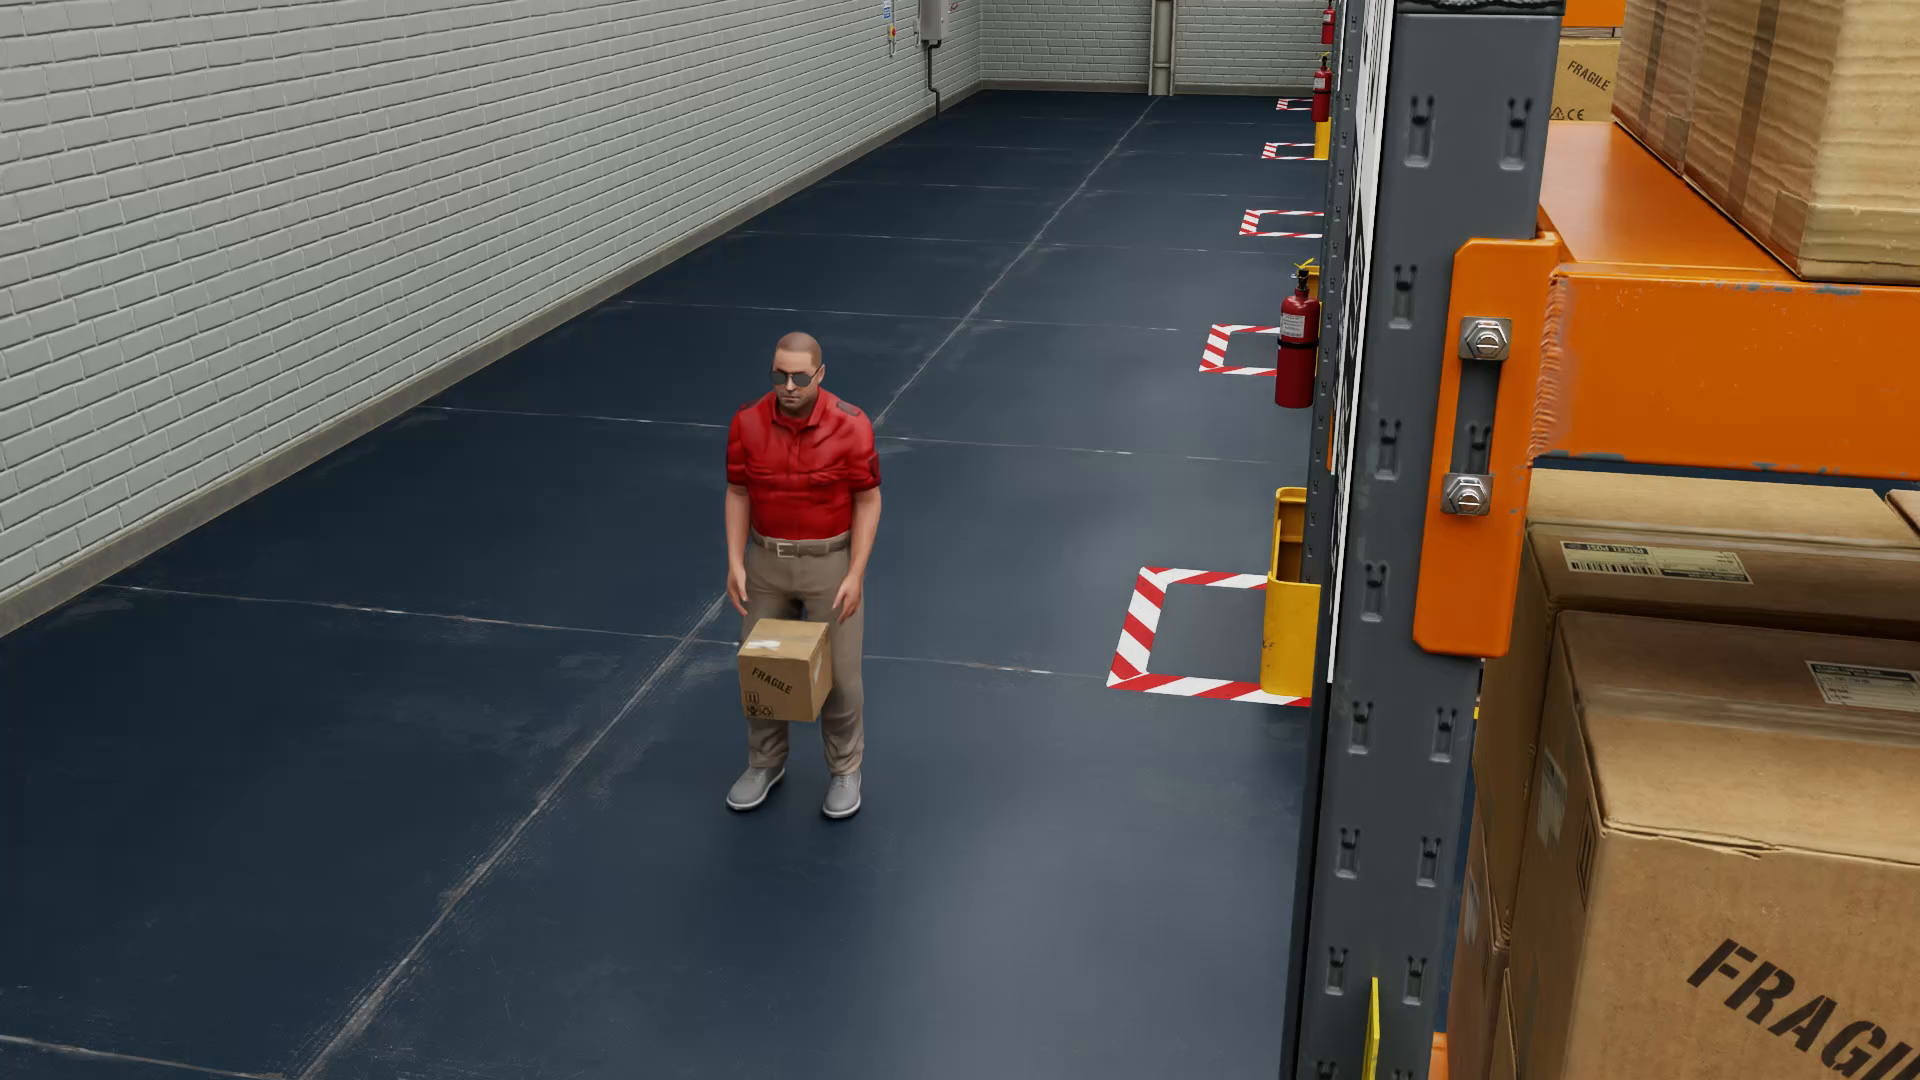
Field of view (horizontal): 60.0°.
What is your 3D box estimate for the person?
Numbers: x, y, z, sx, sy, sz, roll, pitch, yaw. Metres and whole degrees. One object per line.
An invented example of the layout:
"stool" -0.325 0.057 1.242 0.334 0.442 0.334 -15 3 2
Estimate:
"person" -0.551 0.119 5.792 0.554 1.732 0.393 4 22 10
